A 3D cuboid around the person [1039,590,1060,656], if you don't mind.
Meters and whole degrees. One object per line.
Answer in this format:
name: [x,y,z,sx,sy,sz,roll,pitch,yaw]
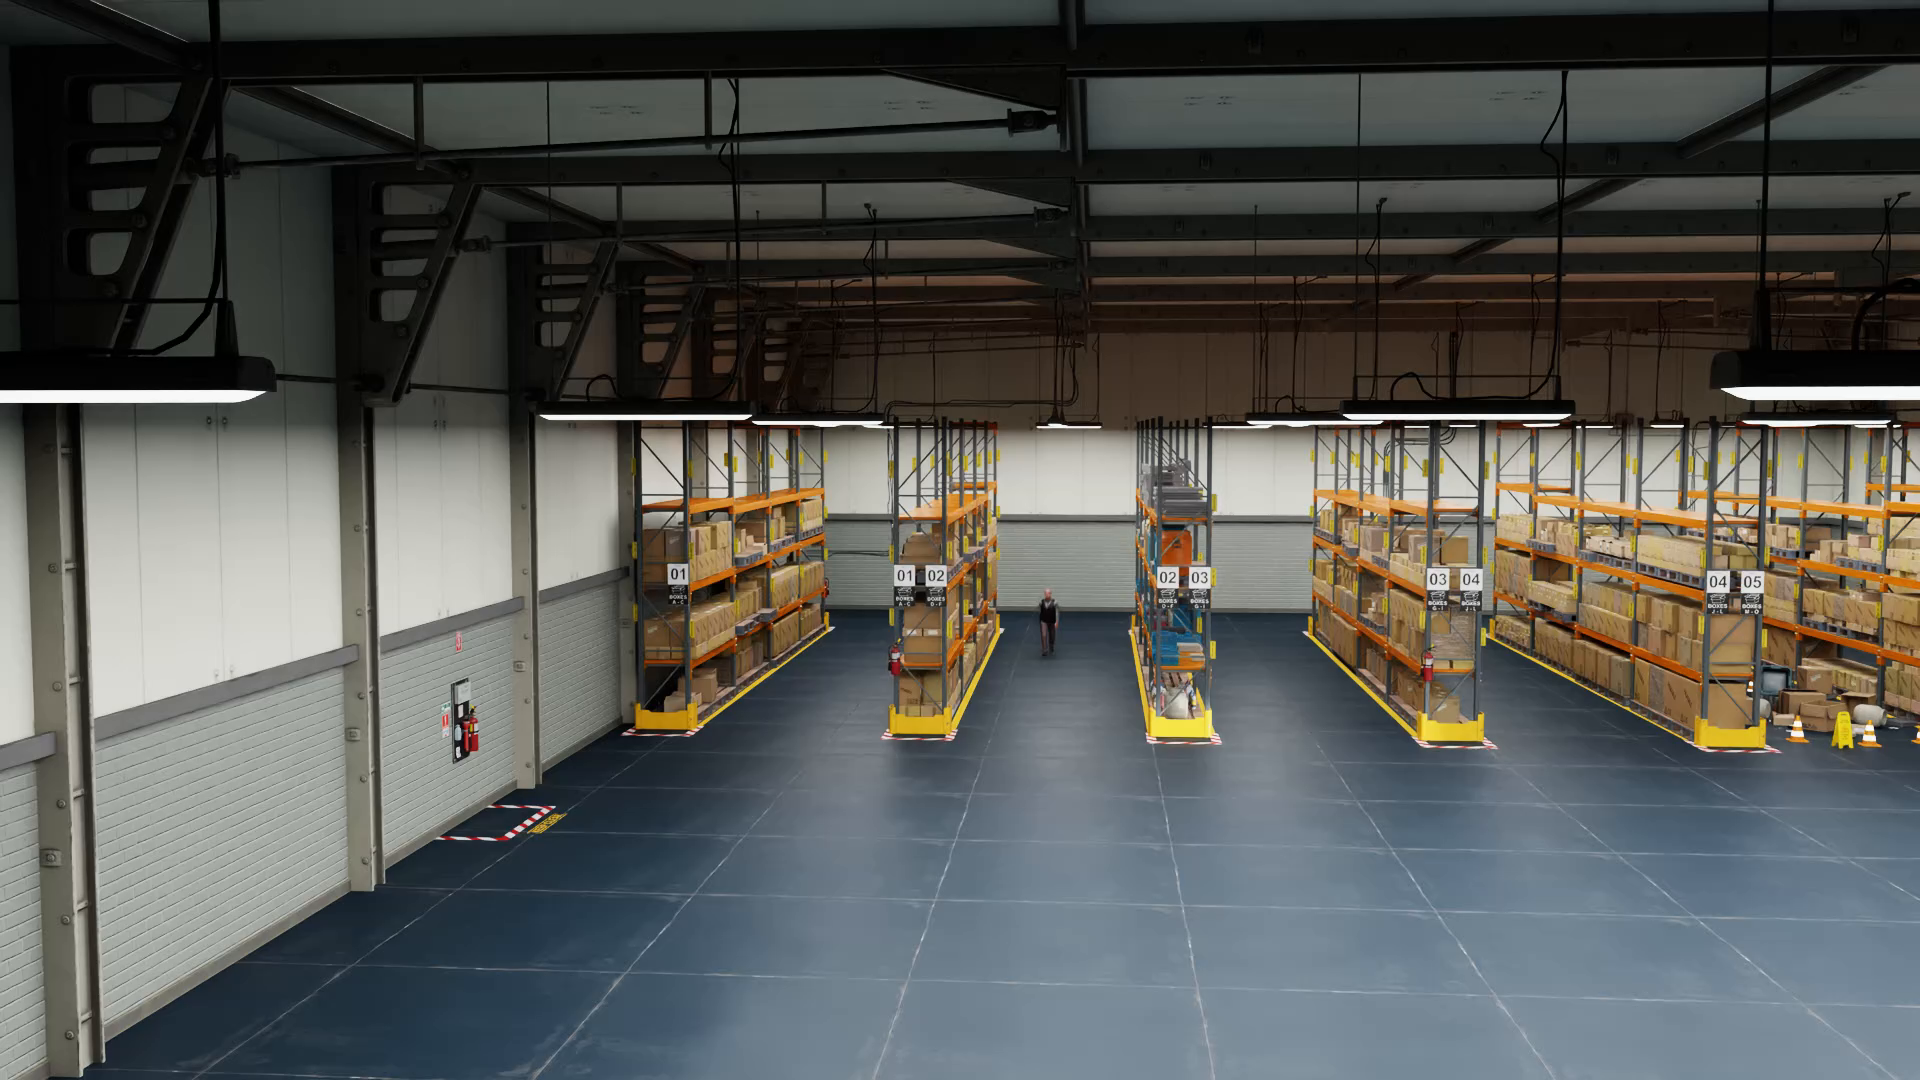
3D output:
person: [2.282,2.101,42.544,0.530,1.680,0.918,0,4,1]
